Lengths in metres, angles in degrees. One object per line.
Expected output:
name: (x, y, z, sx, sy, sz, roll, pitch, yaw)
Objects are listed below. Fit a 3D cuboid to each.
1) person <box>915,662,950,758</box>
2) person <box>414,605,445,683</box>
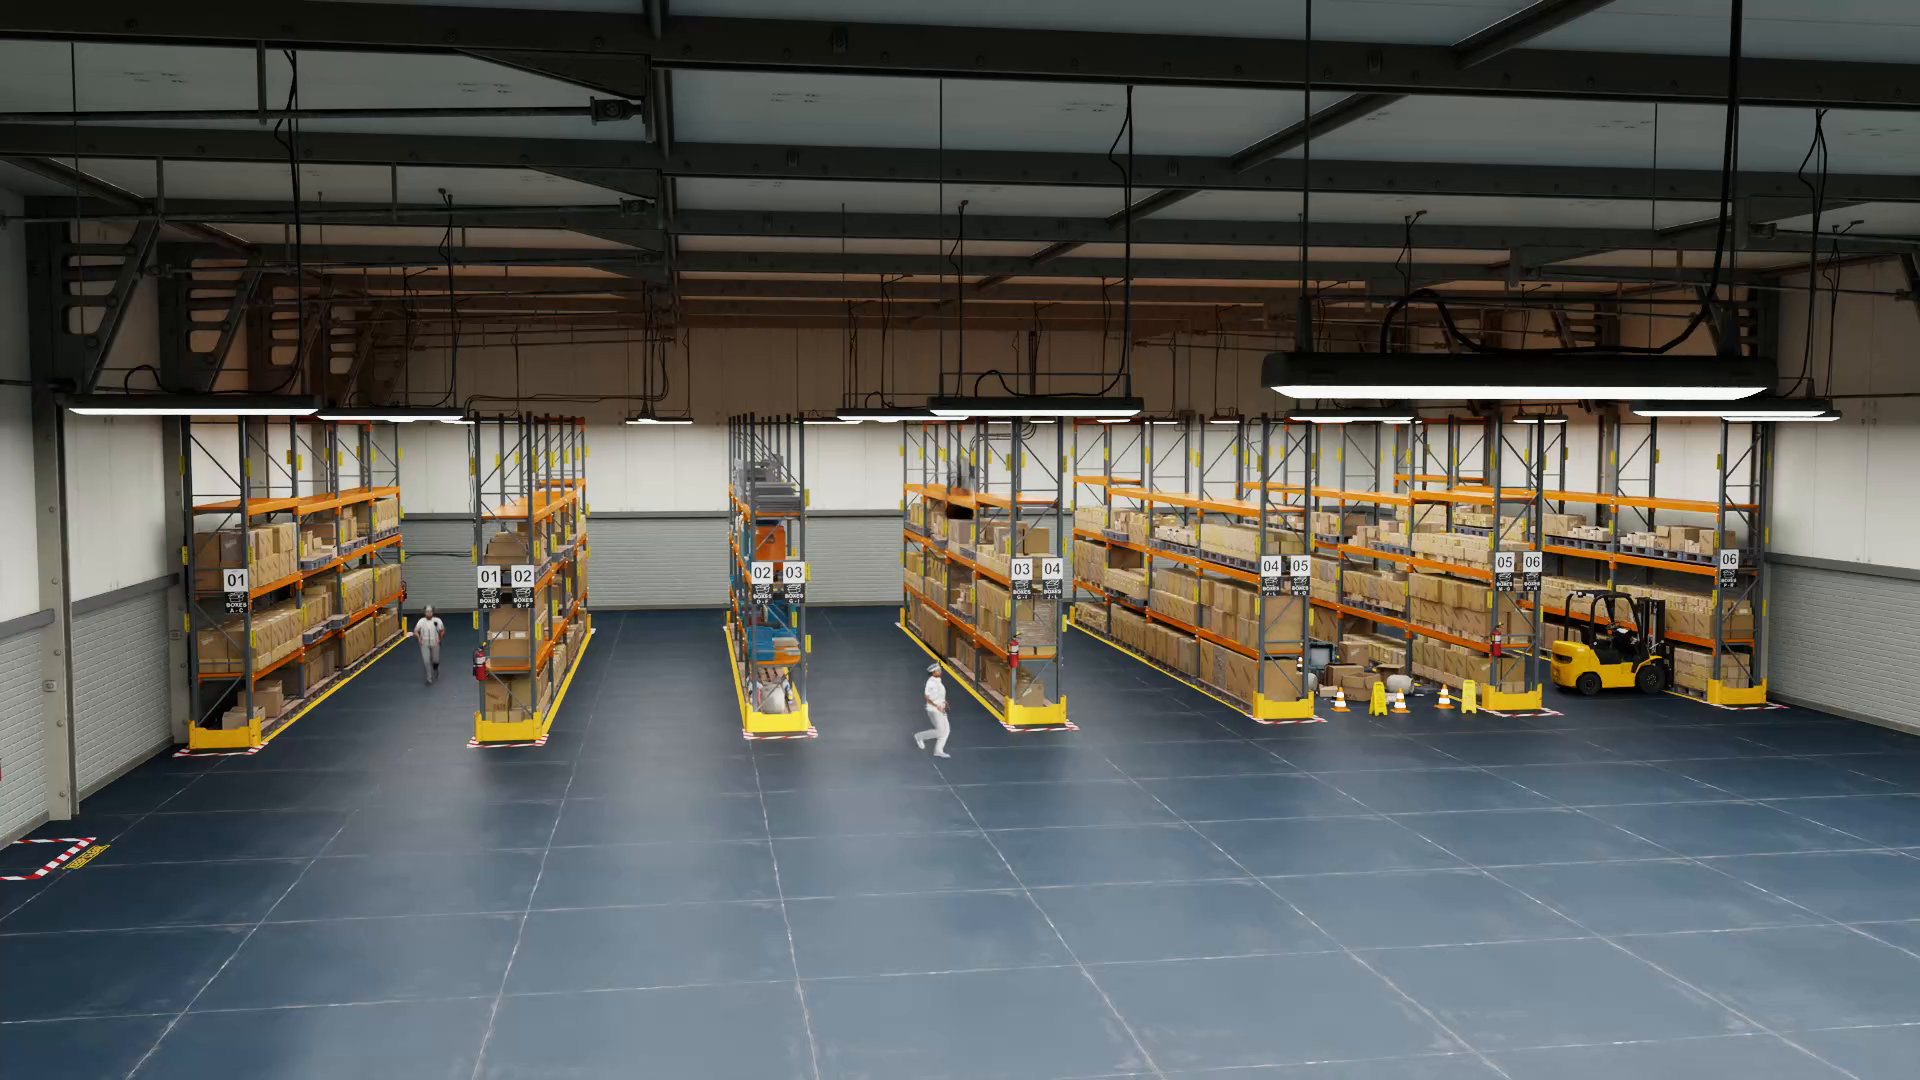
person: (-0.466, 2.939, 28.855, 0.611, 1.665, 0.575, 1, 4, 14)
person: (-11.887, 2.320, 37.269, 0.661, 1.731, 0.628, -1, 4, -17)
